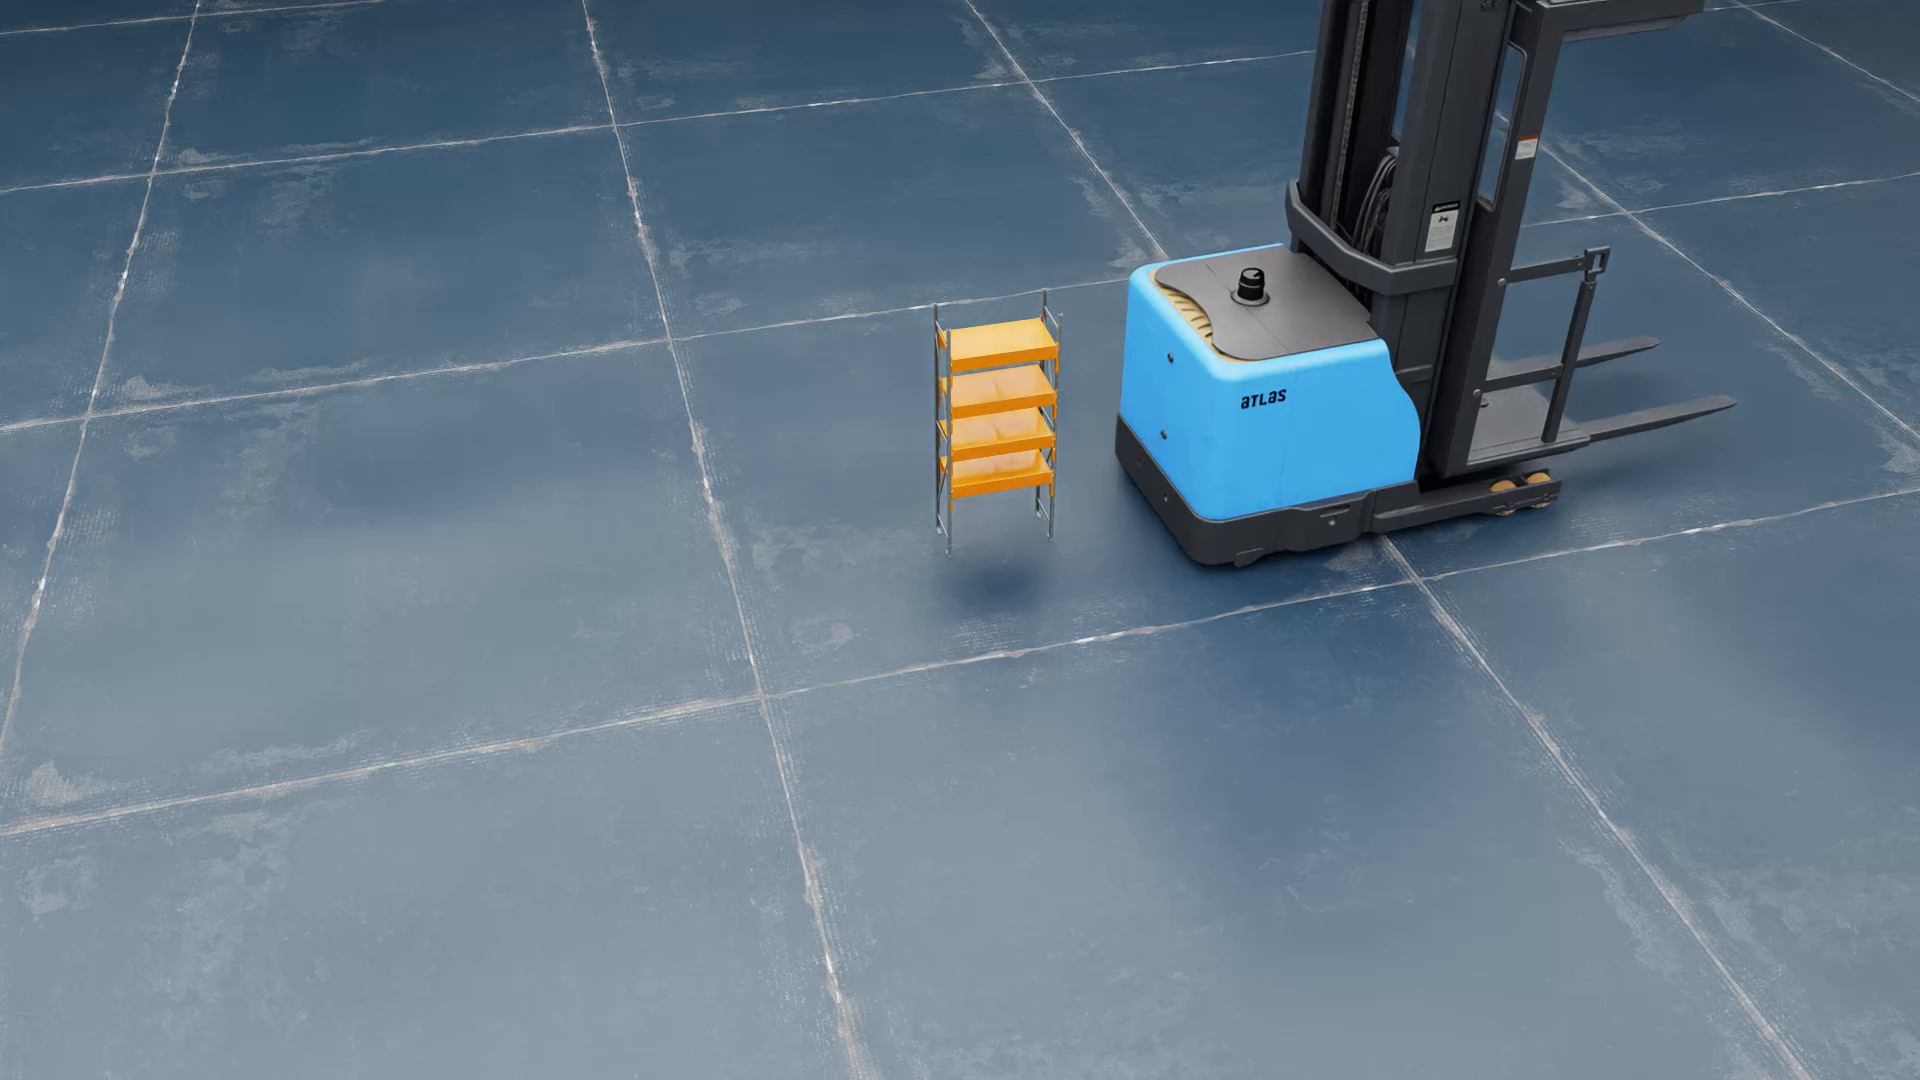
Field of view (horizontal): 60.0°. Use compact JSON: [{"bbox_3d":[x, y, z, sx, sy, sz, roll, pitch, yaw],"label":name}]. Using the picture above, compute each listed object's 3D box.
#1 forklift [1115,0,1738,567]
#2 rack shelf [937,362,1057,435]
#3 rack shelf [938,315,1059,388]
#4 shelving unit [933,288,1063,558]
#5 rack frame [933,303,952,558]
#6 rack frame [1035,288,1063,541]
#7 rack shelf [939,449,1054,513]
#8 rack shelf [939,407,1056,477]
[{"bbox_3d":[2.336,-1.572,7.393,3.031,2.935,1.130,-12,39,-15],"label":"forklift"},{"bbox_3d":[0.160,-0.627,7.325,0.480,0.148,0.258,-9,38,-12],"label":"rack shelf"},{"bbox_3d":[0.160,-0.815,7.181,0.480,0.148,0.258,-9,38,-12],"label":"rack shelf"},{"bbox_3d":[0.160,-0.503,7.420,0.503,1.200,0.258,-9,38,-12],"label":"shelving unit"},{"bbox_3d":[-0.076,-0.464,7.369,0.015,1.200,0.240,-9,38,-12],"label":"rack frame"},{"bbox_3d":[0.395,-0.541,7.470,0.015,1.200,0.240,-9,38,-12],"label":"rack frame"},{"bbox_3d":[0.160,-0.292,7.581,0.480,0.148,0.258,-9,38,-12],"label":"rack shelf"},{"bbox_3d":[0.160,-0.449,7.461,0.480,0.148,0.258,-9,38,-12],"label":"rack shelf"}]
